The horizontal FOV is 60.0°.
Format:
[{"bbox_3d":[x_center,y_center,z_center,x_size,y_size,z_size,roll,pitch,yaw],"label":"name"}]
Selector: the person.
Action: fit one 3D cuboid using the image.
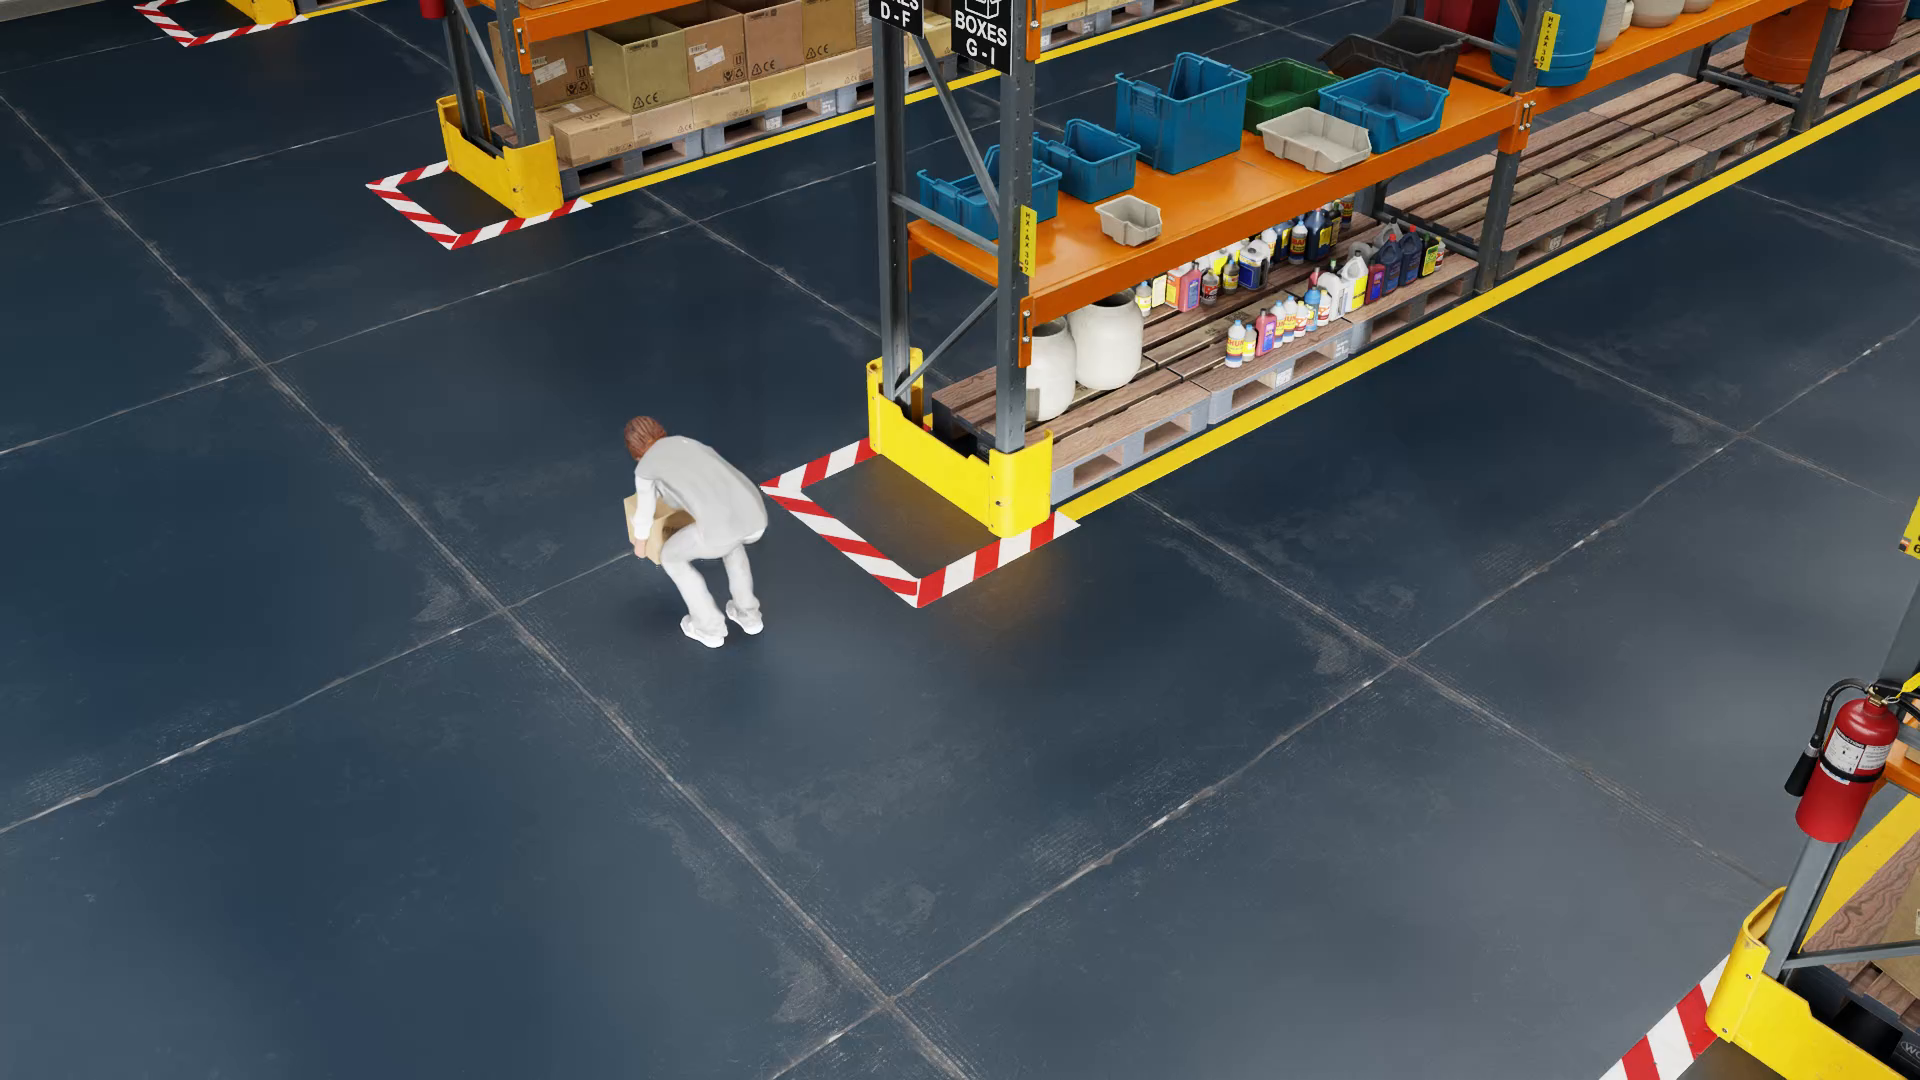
[{"bbox_3d":[-1.212,-0.018,7.656,0.417,0.947,0.861,-29,45,-33],"label":"person"}]
